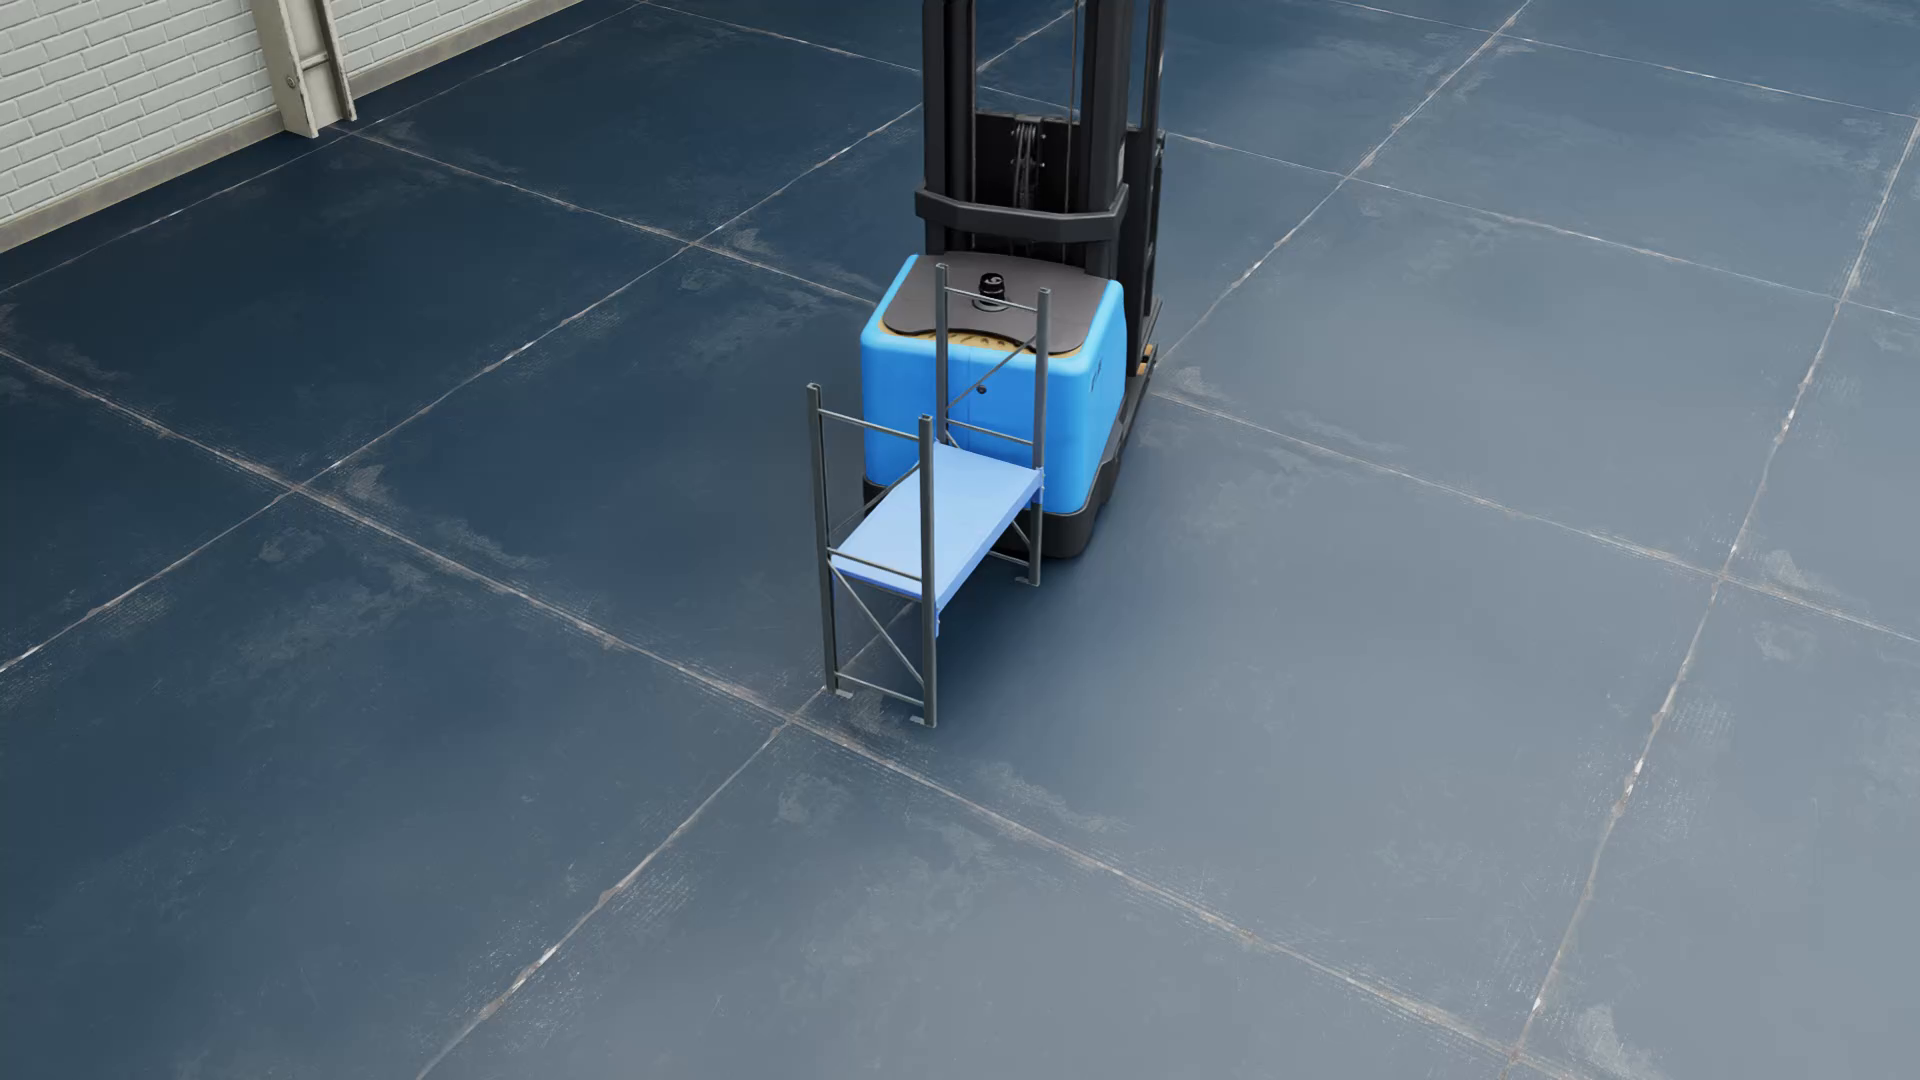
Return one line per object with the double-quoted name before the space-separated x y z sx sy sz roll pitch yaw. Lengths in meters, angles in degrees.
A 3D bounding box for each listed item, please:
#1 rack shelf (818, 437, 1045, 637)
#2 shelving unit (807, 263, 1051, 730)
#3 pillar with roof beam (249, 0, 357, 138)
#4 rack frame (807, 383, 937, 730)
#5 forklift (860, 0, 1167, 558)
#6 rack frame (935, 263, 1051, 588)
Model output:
"rack shelf" -0.098 -0.035 6.862 0.538 0.185 1.000 17 41 21
"shelving unit" -0.098 -0.178 6.752 0.538 1.500 1.048 17 41 21
"pillar with roof beam" -0.783 -5.032 6.908 9.100 9.000 0.400 21 42 25
"rack frame" -0.325 0.100 6.392 0.500 1.500 0.032 17 41 21
"forklift" 0.432 -1.983 7.922 1.130 2.935 3.031 9 39 12
"rack frame" 0.129 -0.456 7.113 0.500 1.500 0.032 17 41 21
